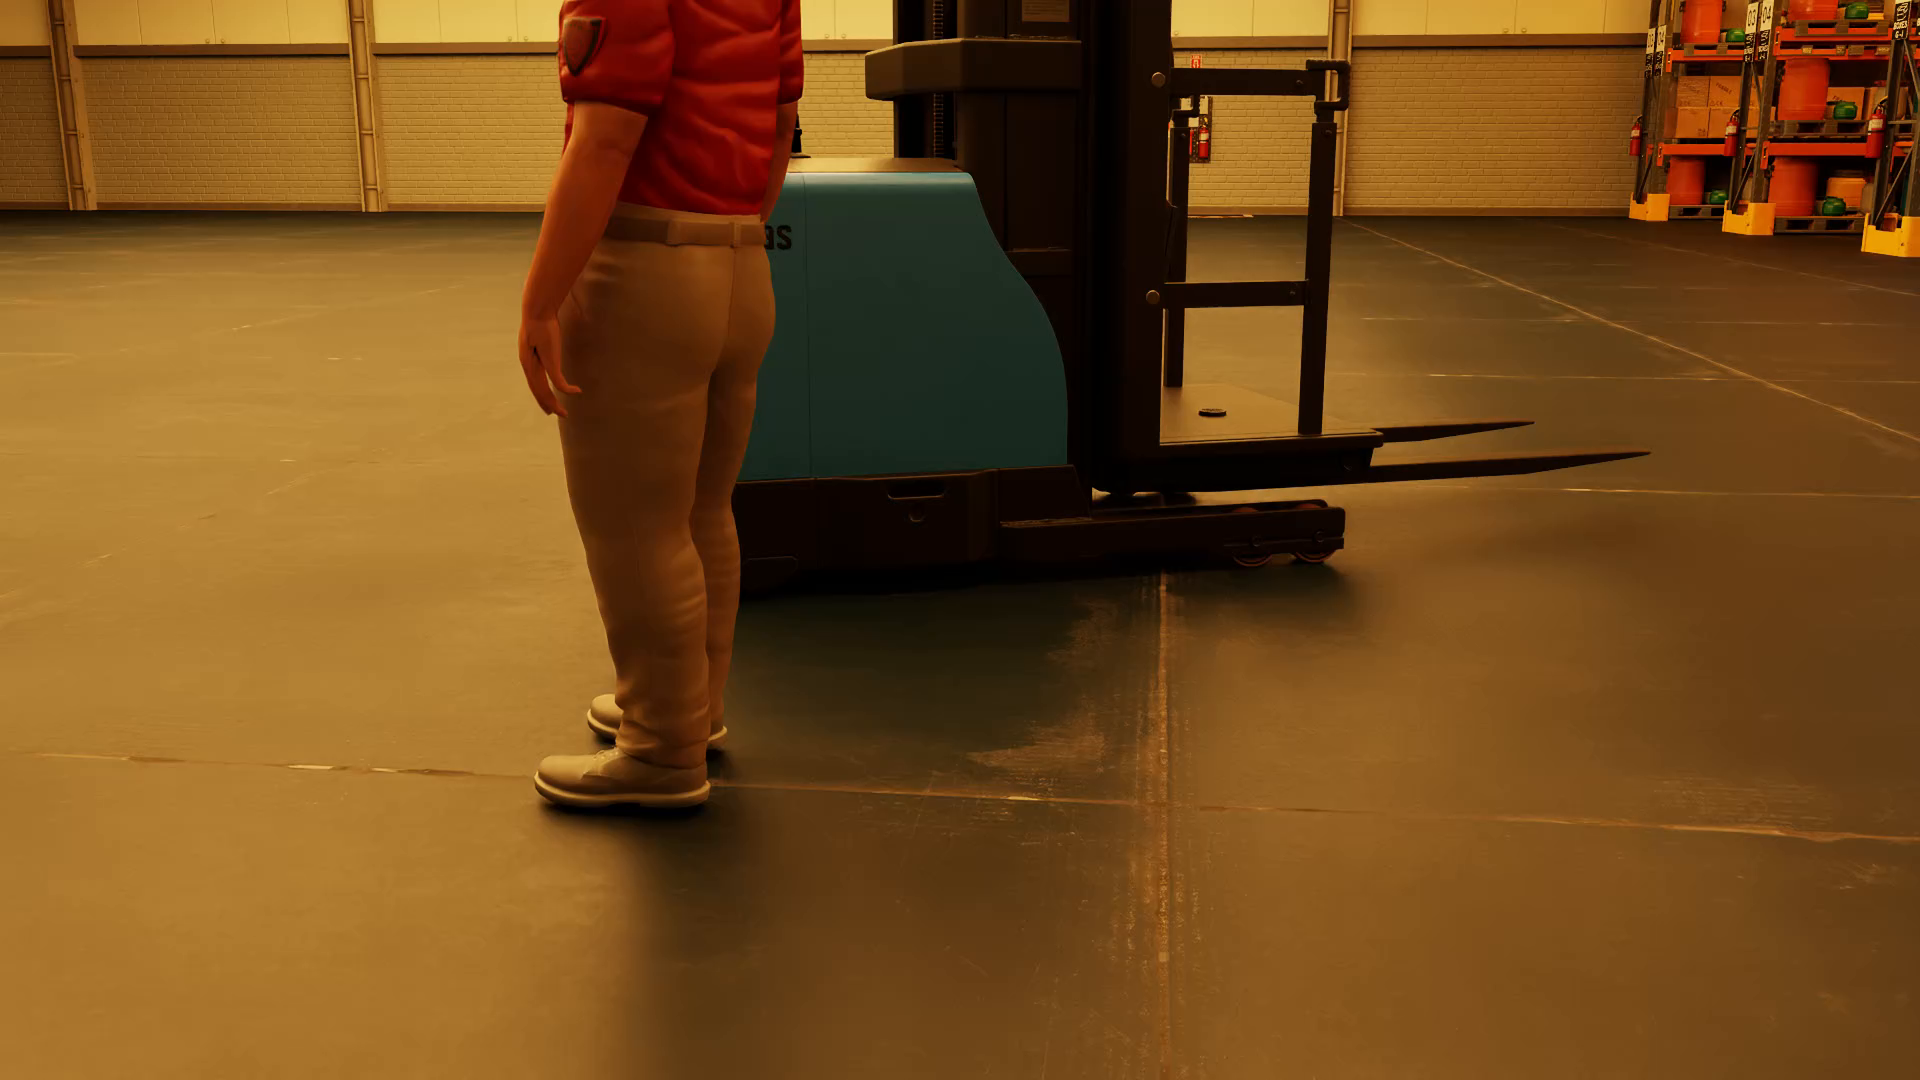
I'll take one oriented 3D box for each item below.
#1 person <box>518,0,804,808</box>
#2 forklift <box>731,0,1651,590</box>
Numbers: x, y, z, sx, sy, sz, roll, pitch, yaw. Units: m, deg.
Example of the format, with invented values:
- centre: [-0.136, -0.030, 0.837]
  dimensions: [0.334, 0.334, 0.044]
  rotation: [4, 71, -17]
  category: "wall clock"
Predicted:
- centre: [-0.580, -0.395, 2.805]
  dimensions: [0.550, 1.728, 0.641]
  rotation: [5, 14, 21]
  category: "person"
- centre: [0.587, -1.464, 4.770]
  dimensions: [3.031, 2.935, 1.130]
  rotation: [-4, 14, -15]
  category: "forklift"
